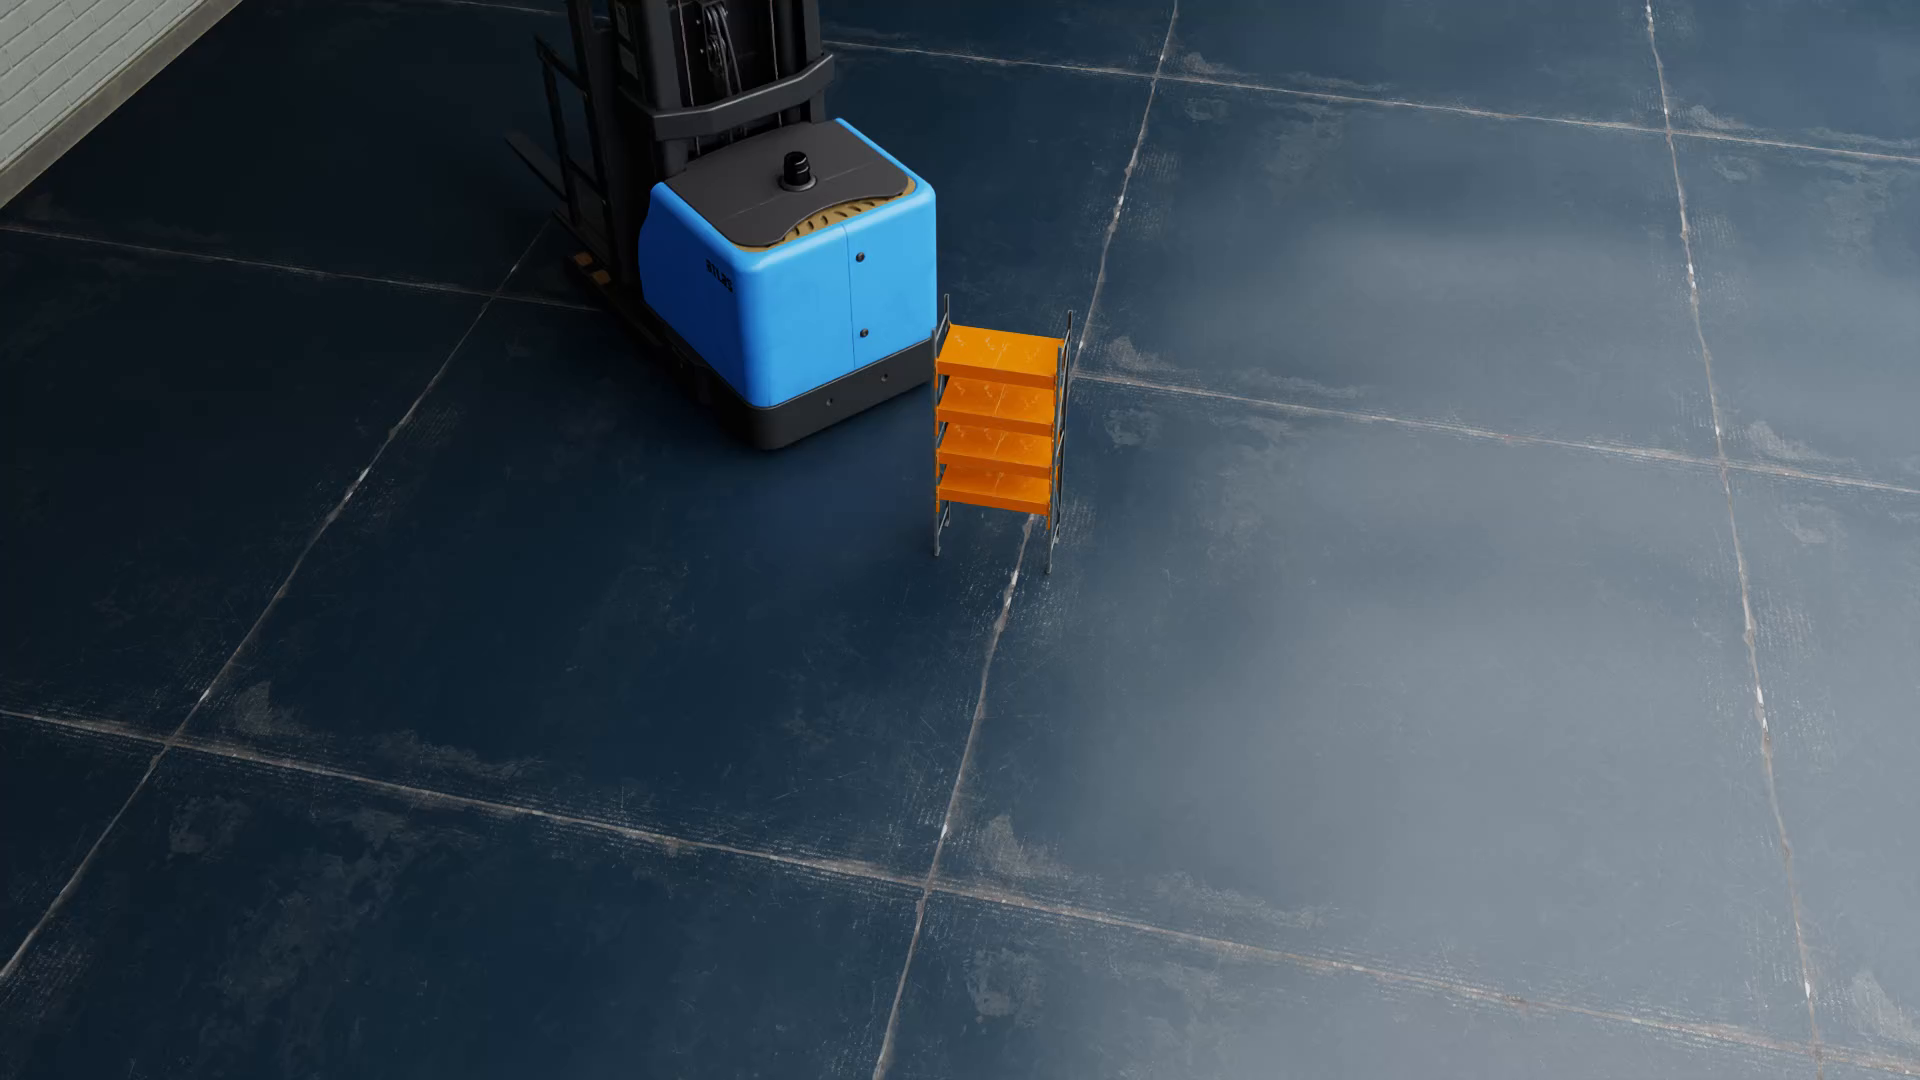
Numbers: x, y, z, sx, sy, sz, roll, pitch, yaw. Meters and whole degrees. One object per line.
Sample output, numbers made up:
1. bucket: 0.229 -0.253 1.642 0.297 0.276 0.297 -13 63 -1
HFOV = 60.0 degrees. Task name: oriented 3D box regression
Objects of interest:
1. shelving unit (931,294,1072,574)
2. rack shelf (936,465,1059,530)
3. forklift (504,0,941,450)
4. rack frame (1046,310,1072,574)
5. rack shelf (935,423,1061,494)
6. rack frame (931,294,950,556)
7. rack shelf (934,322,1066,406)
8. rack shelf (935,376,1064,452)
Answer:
1. shelving unit: 0.162 -0.407 6.768 0.503 1.200 0.258 9 45 9
2. rack shelf: 0.162 -0.216 6.952 0.480 0.148 0.258 9 45 9
3. forklift: -1.368 -2.443 7.634 1.130 2.935 3.031 -27 50 -25
4. rack frame: 0.400 -0.370 6.730 0.015 1.200 0.240 9 45 9
5. rack shelf: 0.162 -0.359 6.815 0.480 0.148 0.258 9 45 9
6. rack frame: -0.077 -0.444 6.806 0.015 1.200 0.240 9 45 9
7. rack shelf: 0.162 -0.690 6.495 0.480 0.148 0.258 9 45 9
8. rack shelf: 0.162 -0.520 6.659 0.480 0.148 0.258 9 45 9
